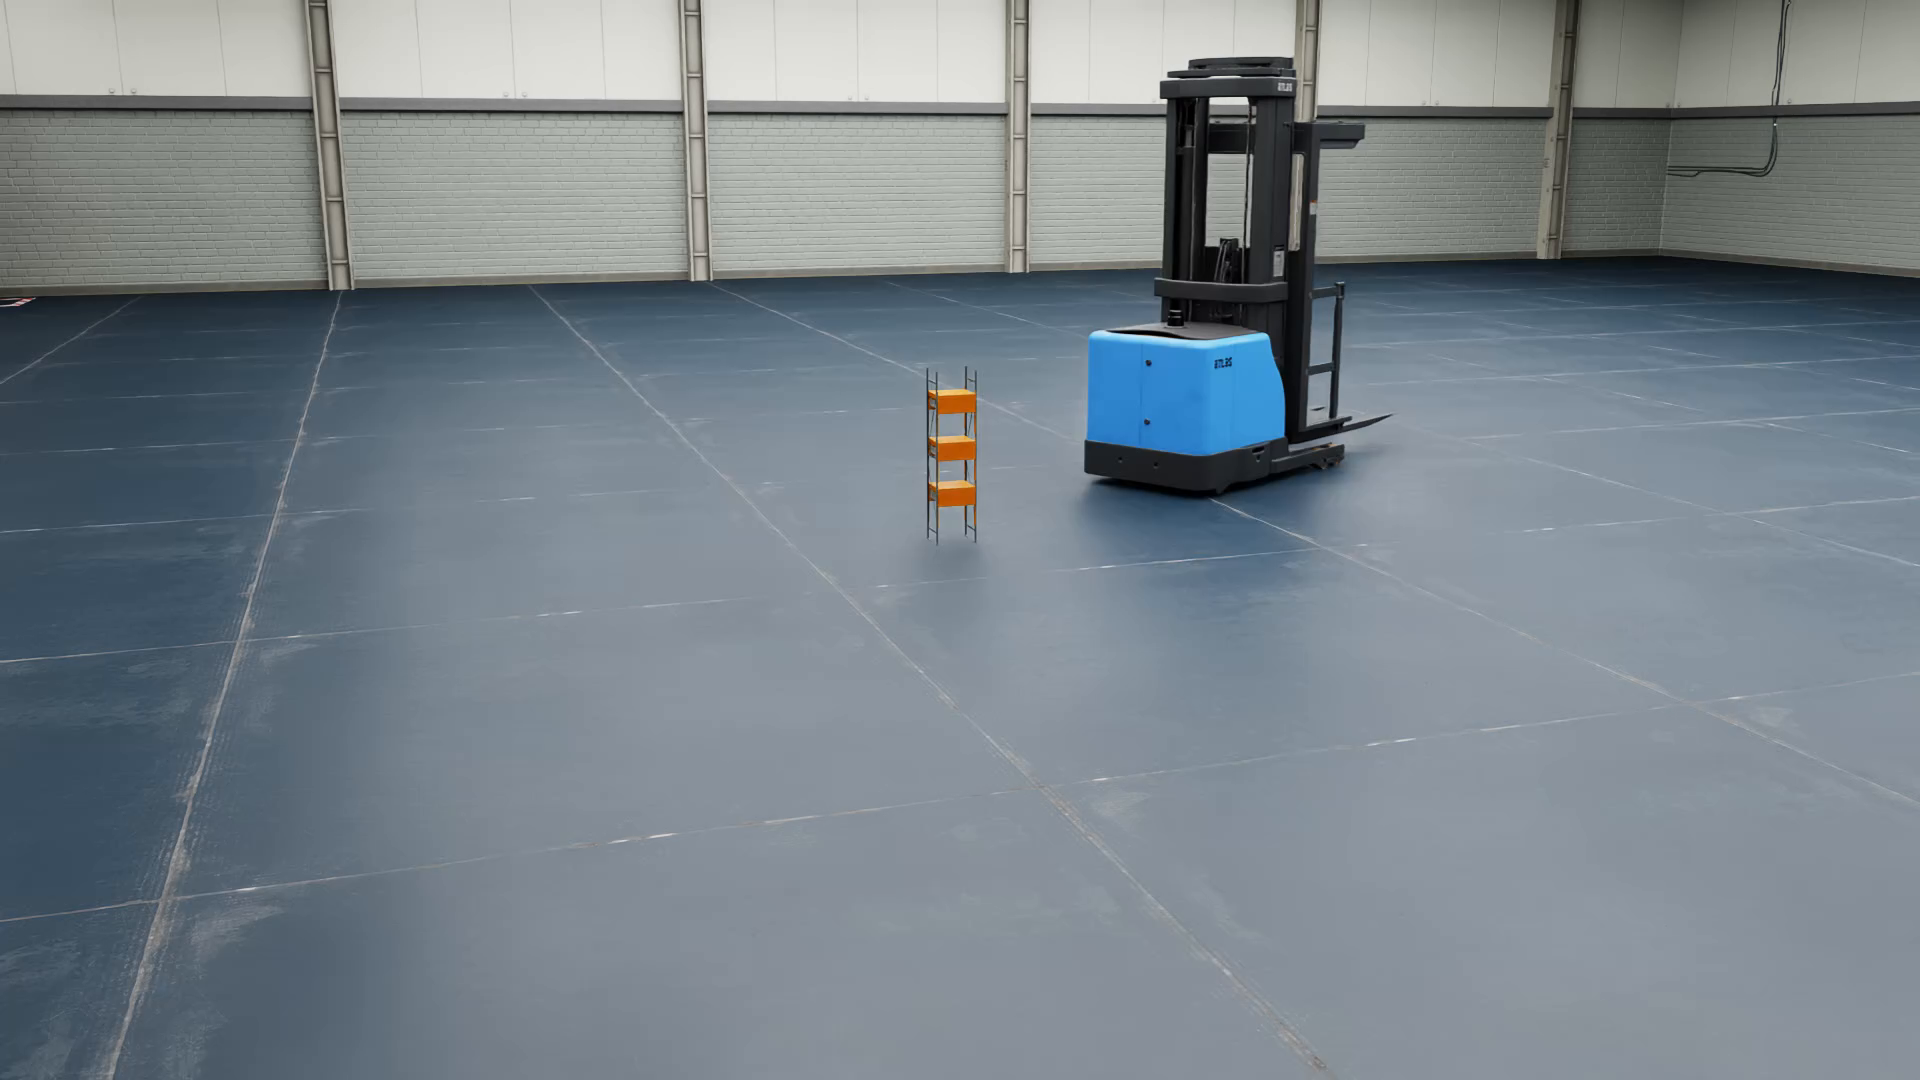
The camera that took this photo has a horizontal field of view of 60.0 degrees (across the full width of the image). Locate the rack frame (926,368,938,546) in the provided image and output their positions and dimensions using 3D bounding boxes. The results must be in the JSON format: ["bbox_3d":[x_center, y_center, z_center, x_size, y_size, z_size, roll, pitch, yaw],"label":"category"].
[{"bbox_3d":[-0.166,-0.498,9.967,0.008,1.050,0.200,-4,14,-18],"label":"rack frame"}]

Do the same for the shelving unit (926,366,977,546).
[{"bbox_3d":[-0.051,-0.507,10.005,0.252,1.050,0.215,-4,14,-18],"label":"shelving unit"}]

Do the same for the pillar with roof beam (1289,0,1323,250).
[{"bbox_3d":[8.131,-8.945,28.303,0.400,9.000,9.100,-4,14,-18],"label":"pillar with roof beam"}]

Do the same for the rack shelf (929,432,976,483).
[{"bbox_3d":[-0.051,-0.497,10.007,0.240,0.259,0.215,-4,14,-18],"label":"rack shelf"}]

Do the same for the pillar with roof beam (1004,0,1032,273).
[{"bbox_3d":[2.444,-8.502,26.442,0.400,9.000,9.100,-4,14,-18],"label":"pillar with roof beam"}]

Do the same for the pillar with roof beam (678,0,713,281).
[{"bbox_3d":[-3.243,-8.060,24.580,0.400,9.000,9.100,-4,14,-18],"label":"pillar with roof beam"}]

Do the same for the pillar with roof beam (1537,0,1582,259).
[{"bbox_3d":[13.817,-9.388,30.165,0.400,9.000,9.100,-4,14,-18],"label":"pillar with roof beam"}]

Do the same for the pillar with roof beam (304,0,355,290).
[{"bbox_3d":[-8.929,-7.617,22.718,0.400,9.000,9.100,-4,14,-18],"label":"pillar with roof beam"}]

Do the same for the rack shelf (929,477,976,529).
[{"bbox_3d":[-0.051,-0.226,10.071,0.240,0.259,0.215,-4,14,-18],"label":"rack shelf"}]

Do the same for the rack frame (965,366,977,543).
[{"bbox_3d":[0.065,-0.516,10.043,0.008,1.050,0.200,-4,14,-18],"label":"rack frame"}]

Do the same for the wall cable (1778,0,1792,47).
[{"bbox_3d":[16.521,-10.613,31.110,0.112,2.526,3.097,-4,14,-18],"label":"wall cable"}]

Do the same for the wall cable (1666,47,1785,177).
[{"bbox_3d":[15.658,-8.749,34.189,0.112,2.526,3.097,-4,14,-18],"label":"wall cable"}]

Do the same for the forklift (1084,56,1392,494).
[{"bbox_3d":[2.243,-2.019,12.297,1.130,2.935,3.031,12,18,40],"label":"forklift"}]

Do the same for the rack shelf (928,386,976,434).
[{"bbox_3d":[-0.051,-0.773,9.941,0.240,0.259,0.215,-4,14,-18],"label":"rack shelf"}]
